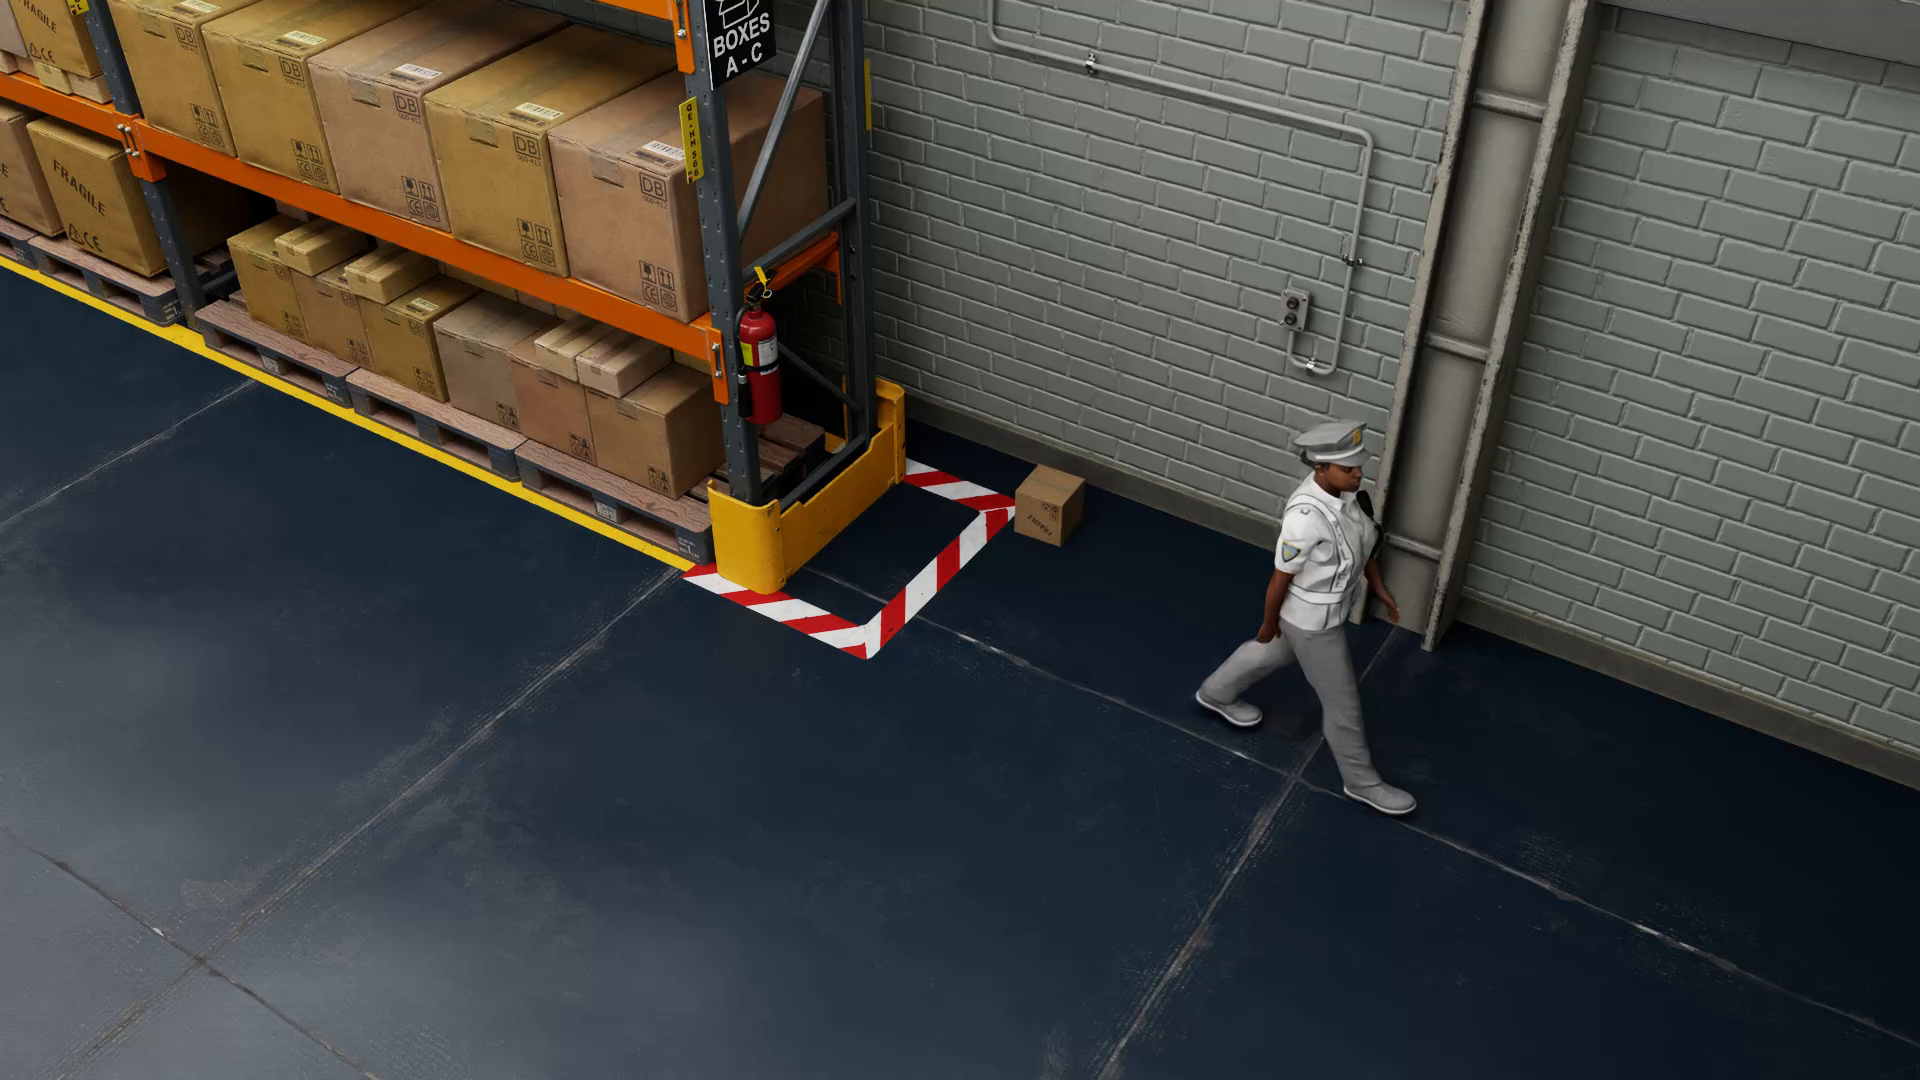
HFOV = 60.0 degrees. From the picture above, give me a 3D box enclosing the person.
[{"bbox_3d":[1.419,0.014,6.168,0.468,0.985,0.450,20,43,23],"label":"person"}]
